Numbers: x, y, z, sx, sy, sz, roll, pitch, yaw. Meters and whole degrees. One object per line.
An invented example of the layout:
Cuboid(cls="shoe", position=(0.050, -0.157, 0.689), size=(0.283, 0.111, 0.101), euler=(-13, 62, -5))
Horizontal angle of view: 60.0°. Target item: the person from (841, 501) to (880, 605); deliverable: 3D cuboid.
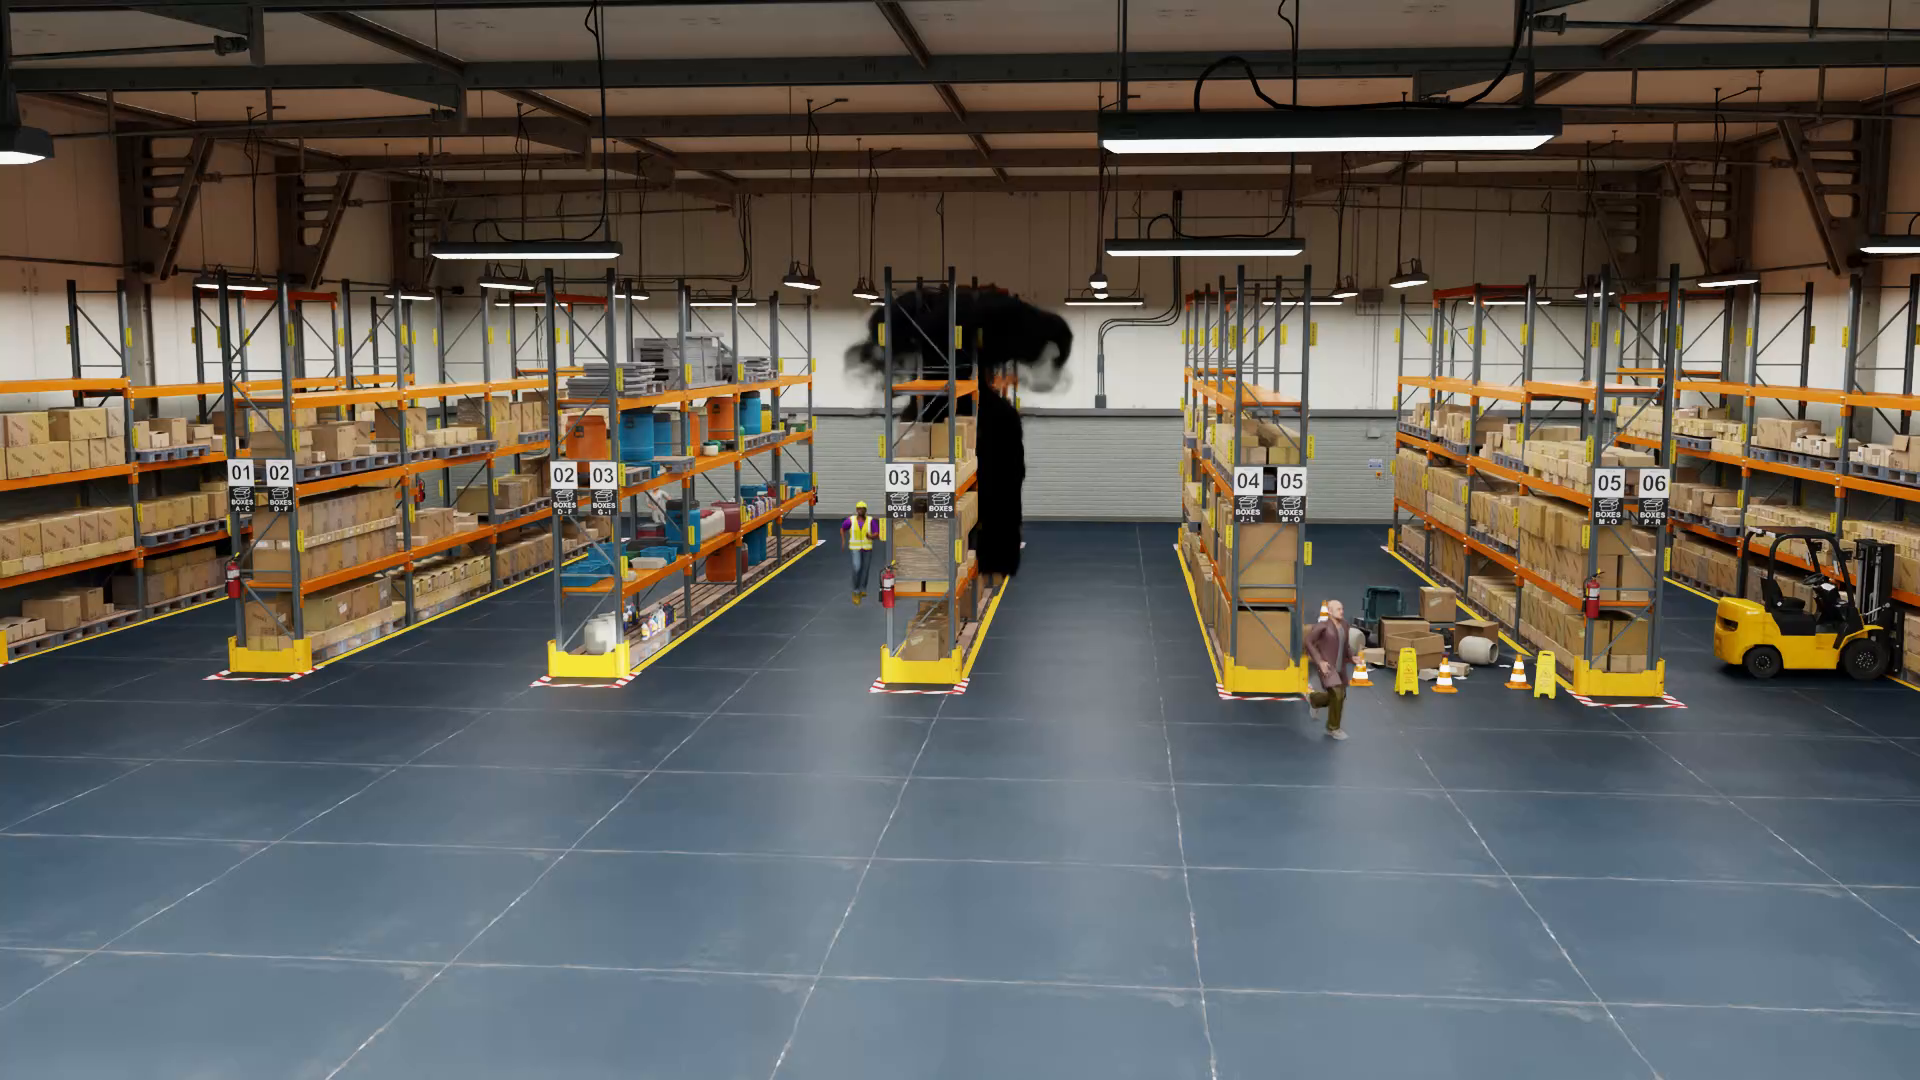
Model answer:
Cuboid(cls="person", position=(-1.782, 0.230, 29.924), size=(0.670, 1.862, 0.714), euler=(-1, 7, -11))

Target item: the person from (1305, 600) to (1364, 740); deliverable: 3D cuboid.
Cuboid(cls="person", position=(4.623, 1.607, 21.011), size=(0.695, 1.737, 0.796), euler=(-5, 8, -35))

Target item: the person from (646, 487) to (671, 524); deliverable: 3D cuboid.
Cuboid(cls="person", position=(-7.234, -0.631, 39.848), size=(0.576, 1.587, 0.519), euler=(0, 7, 0))
